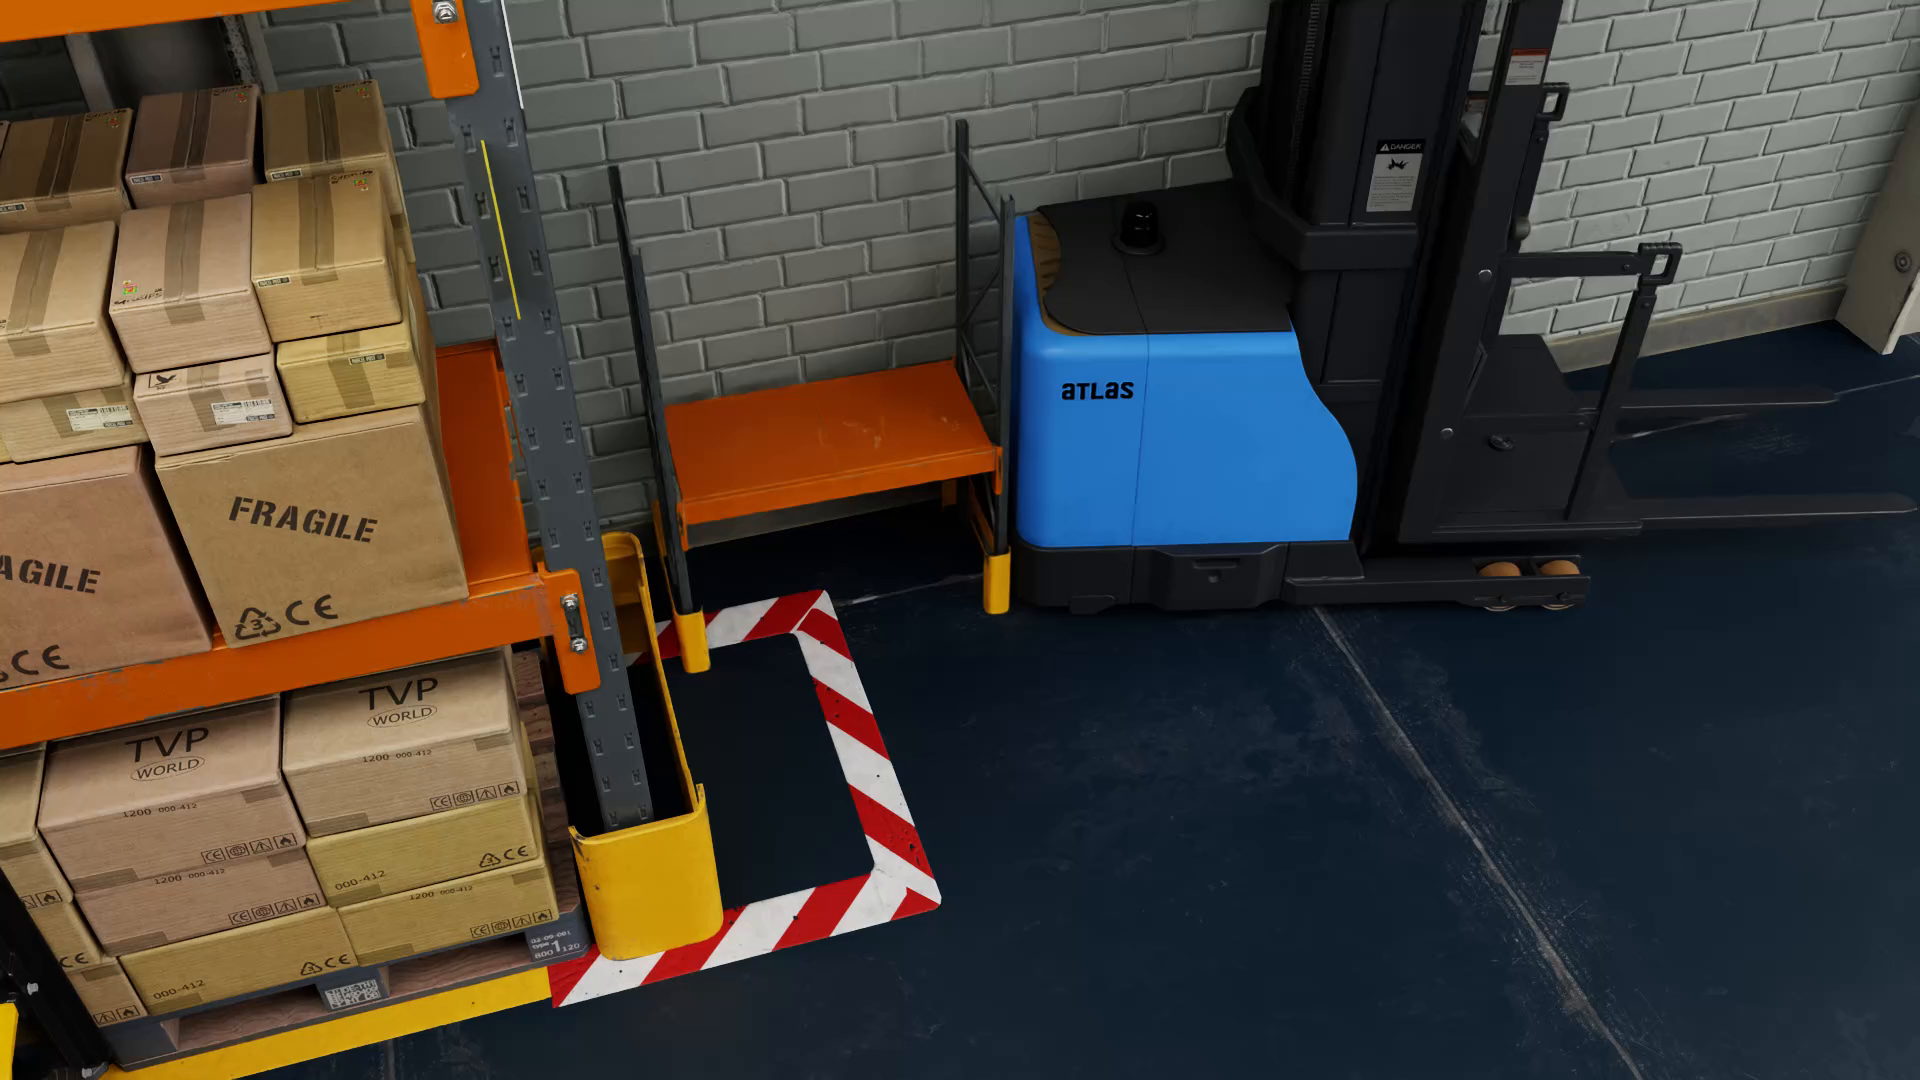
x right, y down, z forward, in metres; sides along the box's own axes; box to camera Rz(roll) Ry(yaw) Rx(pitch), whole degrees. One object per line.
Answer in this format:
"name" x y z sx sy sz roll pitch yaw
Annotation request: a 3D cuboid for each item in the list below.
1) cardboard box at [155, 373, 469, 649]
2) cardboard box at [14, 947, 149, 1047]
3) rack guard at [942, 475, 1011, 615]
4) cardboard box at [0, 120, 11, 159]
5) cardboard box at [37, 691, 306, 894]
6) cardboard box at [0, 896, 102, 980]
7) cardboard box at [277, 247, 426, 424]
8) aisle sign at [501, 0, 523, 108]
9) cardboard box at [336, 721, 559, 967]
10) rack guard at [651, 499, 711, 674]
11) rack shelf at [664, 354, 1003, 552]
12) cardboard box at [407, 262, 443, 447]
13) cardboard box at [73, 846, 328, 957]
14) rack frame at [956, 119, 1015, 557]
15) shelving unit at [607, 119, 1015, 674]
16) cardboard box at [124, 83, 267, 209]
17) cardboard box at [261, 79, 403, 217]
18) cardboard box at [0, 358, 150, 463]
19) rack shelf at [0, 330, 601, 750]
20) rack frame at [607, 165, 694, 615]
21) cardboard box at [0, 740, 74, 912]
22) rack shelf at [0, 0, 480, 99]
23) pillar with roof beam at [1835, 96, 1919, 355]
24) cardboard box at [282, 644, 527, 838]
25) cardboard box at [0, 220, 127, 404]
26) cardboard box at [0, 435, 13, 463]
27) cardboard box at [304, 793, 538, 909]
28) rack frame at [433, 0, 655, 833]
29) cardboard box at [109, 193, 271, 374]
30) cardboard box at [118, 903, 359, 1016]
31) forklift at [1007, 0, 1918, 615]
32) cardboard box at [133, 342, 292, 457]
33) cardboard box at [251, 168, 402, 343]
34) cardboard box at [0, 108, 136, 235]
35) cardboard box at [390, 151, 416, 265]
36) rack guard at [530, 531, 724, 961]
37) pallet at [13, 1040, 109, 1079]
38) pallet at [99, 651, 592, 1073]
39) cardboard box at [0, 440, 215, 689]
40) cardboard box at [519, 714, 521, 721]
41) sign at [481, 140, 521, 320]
"cardboard box" -1.384 -0.161 3.578 0.500 0.500 0.500 -13 43 -14
"cardboard box" -2.304 0.969 4.132 0.500 0.250 0.500 -11 42 -13
"rack guard" 0.050 -0.038 5.604 0.087 0.250 0.587 -11 42 -12
"cardboard box" -2.126 -0.716 3.494 0.250 0.149 0.380 -11 42 -13
"cardboard box" -1.824 0.507 3.901 0.500 0.250 0.500 -11 42 -12
"cardboard box" -2.332 0.804 3.941 0.500 0.250 0.500 -13 43 -14
"cardboard box" -1.240 -0.423 3.385 0.250 0.149 0.380 -11 42 -12
"aisle sign" -0.843 -1.193 2.860 0.004 0.787 0.394 -12 42 -13
"cardboard box" -1.347 0.783 4.344 0.500 0.250 0.500 -11 42 -13
"rack guard" -0.908 0.140 5.400 0.087 0.250 0.587 -11 42 -12
"rack shelf" -0.420 -0.286 5.211 1.000 0.185 0.538 -11 42 -12
"cardboard box" -1.550 -0.499 3.966 0.500 0.500 0.500 -10 42 -12
"cardboard box" -1.846 0.689 4.073 0.500 0.250 0.500 -12 43 -13
"rack frame" 0.069 -0.513 5.197 0.032 1.500 0.500 -11 42 -12
"shelving unit" -0.429 -0.420 5.091 1.083 1.500 0.587 -11 42 -12
"cardboard box" -1.651 -0.834 3.629 0.250 0.149 0.380 -10 42 -12
"cardboard box" -1.378 -0.847 3.644 0.250 0.149 0.380 -12 43 -14
"cardboard box" -1.741 -0.341 3.291 0.250 0.149 0.380 -11 42 -12
"rack shelf" -2.901 0.281 3.695 4.000 0.370 1.077 -12 42 -13
"rack frame" -0.909 -0.330 4.988 0.032 1.500 0.500 -11 42 -12
"cardboard box" -2.303 0.613 3.779 0.500 0.250 0.500 -11 42 -13
"rack shelf" -2.901 -0.849 2.708 4.000 0.370 1.077 -12 42 -13
"pillar with roof beam" 5.088 -1.557 0.692 0.400 9.000 9.100 -12 42 -13
"cardboard box" -1.339 0.402 4.020 0.500 0.250 0.500 -10 42 -12
"cardboard box" -1.739 -0.439 3.178 0.250 0.149 0.380 -11 42 -12
"cardboard box" -1.981 -0.299 3.243 0.250 0.149 0.380 -12 43 -13
"cardboard box" -1.364 0.596 4.178 0.500 0.250 0.500 -12 43 -14
"rack frame" -0.994 -0.385 3.911 0.127 3.000 1.000 -12 42 -13
"cardboard box" -1.498 -0.508 3.256 0.250 0.149 0.380 -12 42 -13
"cardboard box" -1.824 0.876 4.239 0.500 0.250 0.500 -12 42 -13
"forklift" 1.665 -1.218 4.916 3.031 2.935 1.130 -2 41 -2
"cardboard box" -1.475 -0.354 3.306 0.250 0.149 0.380 -11 42 -12
"cardboard box" -1.272 -0.576 3.335 0.250 0.149 0.380 -12 42 -13
"cardboard box" -1.885 -0.755 3.540 0.250 0.149 0.380 -11 42 -12
"cardboard box" -1.395 -0.763 3.774 0.250 0.149 0.380 -13 43 -14
"rack guard" -0.971 0.551 4.739 0.348 0.500 1.175 -12 42 -13
"pallet" -2.872 1.081 4.352 1.213 0.211 1.003 -12 42 -13
"pallet" -1.711 0.842 4.625 1.213 0.211 1.003 -12 42 -13
"cardboard box" -1.882 -0.064 3.468 0.500 0.500 0.500 -10 42 -12
"cardboard box" -1.521 0.466 4.707 0.500 0.250 0.500 -12 42 -13
"sign" -0.844 -0.567 3.059 0.005 0.325 0.100 -12 42 -13
